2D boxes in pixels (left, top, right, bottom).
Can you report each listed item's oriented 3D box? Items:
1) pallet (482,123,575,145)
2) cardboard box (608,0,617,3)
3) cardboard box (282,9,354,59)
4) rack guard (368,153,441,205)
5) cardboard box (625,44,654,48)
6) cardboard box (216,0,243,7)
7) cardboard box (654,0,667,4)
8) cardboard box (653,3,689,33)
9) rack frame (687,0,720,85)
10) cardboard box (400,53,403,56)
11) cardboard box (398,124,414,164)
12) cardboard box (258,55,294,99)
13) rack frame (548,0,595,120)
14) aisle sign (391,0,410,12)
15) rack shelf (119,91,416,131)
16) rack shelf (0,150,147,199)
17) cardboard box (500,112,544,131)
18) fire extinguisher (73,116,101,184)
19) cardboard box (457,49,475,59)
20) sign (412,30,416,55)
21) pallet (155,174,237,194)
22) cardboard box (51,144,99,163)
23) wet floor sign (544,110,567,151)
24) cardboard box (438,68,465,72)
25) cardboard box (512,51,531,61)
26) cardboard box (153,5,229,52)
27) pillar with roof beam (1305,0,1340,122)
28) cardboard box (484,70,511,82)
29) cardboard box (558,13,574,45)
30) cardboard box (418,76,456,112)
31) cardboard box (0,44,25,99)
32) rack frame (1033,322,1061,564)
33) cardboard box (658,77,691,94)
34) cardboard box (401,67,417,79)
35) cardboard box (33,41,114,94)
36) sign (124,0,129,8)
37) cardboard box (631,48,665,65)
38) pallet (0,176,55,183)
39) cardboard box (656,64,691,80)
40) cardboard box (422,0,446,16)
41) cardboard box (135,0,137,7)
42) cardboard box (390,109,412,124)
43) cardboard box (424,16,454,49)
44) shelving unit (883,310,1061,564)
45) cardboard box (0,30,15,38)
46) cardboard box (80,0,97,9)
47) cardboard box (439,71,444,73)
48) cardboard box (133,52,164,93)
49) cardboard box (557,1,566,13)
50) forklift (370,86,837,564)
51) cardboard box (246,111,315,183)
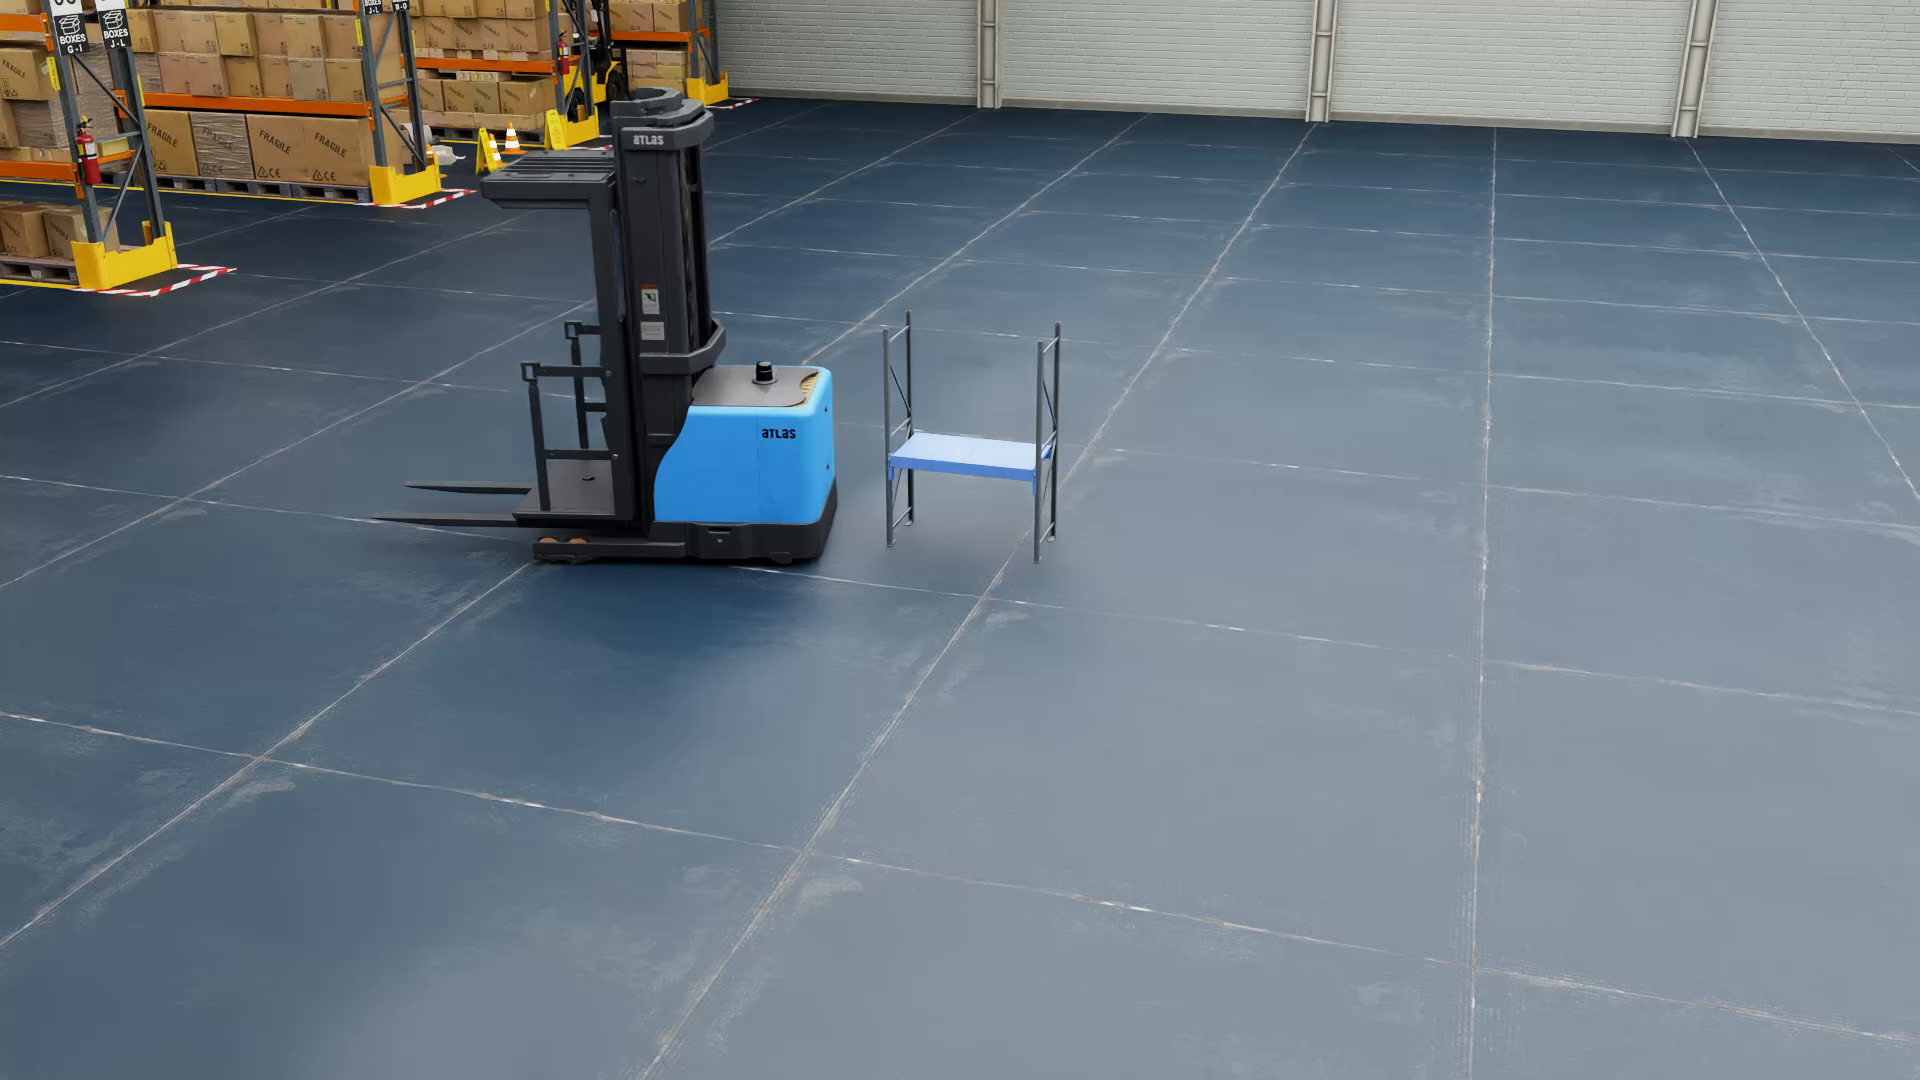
[{"bbox_3d":[-7.059,-6.701,27.327,1.213,0.211,1.003,7,23,16],"label":"pallet"},{"bbox_3d":[-6.436,-10.099,30.951,0.250,0.149,0.380,7,23,16],"label":"cardboard box"},{"bbox_3d":[-8.449,-6.722,22.083,0.550,0.550,0.875,7,23,16],"label":"cardboard box"},{"bbox_3d":[-7.529,-4.912,22.586,0.348,0.500,1.175,7,23,16],"label":"rack guard"},{"bbox_3d":[-6.149,-9.303,31.749,0.500,0.250,0.500,6,23,15],"label":"cardboard box"},{"bbox_3d":[-12.026,-8.834,27.778,0.500,0.500,0.500,6,23,13],"label":"cardboard box"},{"bbox_3d":[-5.455,-9.984,30.671,0.250,0.149,0.380,7,23,16],"label":"cardboard box"},{"bbox_3d":[-5.335,-9.689,30.807,0.500,0.500,0.500,6,23,14],"label":"cardboard box"},{"bbox_3d":[-4.788,-9.684,30.927,0.127,3.000,1.000,7,23,16],"label":"rack frame"},{"bbox_3d":[-9.093,-7.985,27.115,0.250,0.149,0.380,7,23,17],"label":"cardboard box"},{"bbox_3d":[-8.632,-5.998,25.230,0.637,0.503,0.797,-9,24,-21],"label":"cardboard box"},{"bbox_3d":[-8.953,-6.324,22.537,0.550,0.550,0.875,7,23,16],"label":"cardboard box"},{"bbox_3d":[-6.219,-7.881,26.530,0.127,3.000,1.000,7,23,16],"label":"rack frame"},{"bbox_3d":[-7.397,-7.375,21.871,0.004,0.787,0.394,7,23,16],"label":"aisle sign"},{"bbox_3d":[-9.466,-5.957,22.789,4.000,0.370,1.077,7,23,16],"label":"rack shelf"},{"bbox_3d":[-10.996,-4.166,18.423,4.000,0.370,1.077,7,23,16],"label":"rack shelf"},{"bbox_3d":[-7.093,-6.796,26.956,0.500,0.250,0.500,6,23,15],"label":"cardboard box"},{"bbox_3d":[-9.105,-4.064,17.328,0.183,0.674,0.296,7,23,16],"label":"fire extinguisher"},{"bbox_3d":[-7.883,-7.842,26.767,0.250,0.149,0.380,6,23,15],"label":"cardboard box"},{"bbox_3d":[-7.386,-6.709,22.429,0.005,0.325,0.100,7,23,16],"label":"sign"},{"bbox_3d":[-10.676,-5.108,23.444,1.213,0.211,1.003,7,23,15],"label":"pallet"},{"bbox_3d":[-9.414,-4.120,17.693,0.250,0.149,0.380,7,23,16],"label":"cardboard box"},{"bbox_3d":[-6.346,-6.382,25.978,0.232,0.644,0.267,16,27,34],"label":"wet floor sign"},{"bbox_3d":[-9.861,-9.360,32.711,0.625,0.625,0.875,6,23,15],"label":"cardboard box"},{"bbox_3d":[-6.913,-7.715,26.457,0.250,0.149,0.380,6,23,15],"label":"cardboard box"},{"bbox_3d":[-10.478,-7.008,22.781,0.550,0.550,0.875,7,23,16],"label":"cardboard box"},{"bbox_3d":[5.050,-9.984,23.753,0.400,9.000,9.100,7,23,16],"label":"pillar with roof beam"},{"bbox_3d":[-7.432,-7.459,26.728,0.250,0.149,0.380,7,23,17],"label":"cardboard box"},{"bbox_3d":[-6.592,-8.217,26.826,0.500,0.500,0.500,6,23,15],"label":"cardboard box"},{"bbox_3d":[-8.549,-7.314,27.229,0.500,0.500,0.500,8,24,18],"label":"cardboard box"},{"bbox_3d":[-10.160,-4.950,17.543,0.500,0.500,0.500,7,23,16],"label":"cardboard box"},{"bbox_3d":[0.568,-0.629,10.827,0.032,1.500,0.500,7,23,16],"label":"rack frame"},{"bbox_3d":[-5.330,-8.543,31.215,0.500,0.250,0.500,7,23,16],"label":"cardboard box"},{"bbox_3d":[-8.966,-7.634,27.156,0.250,0.149,0.380,7,23,18],"label":"cardboard box"},{"bbox_3d":[-9.529,-5.086,17.875,0.500,0.500,0.500,7,23,16],"label":"cardboard box"},{"bbox_3d":[-14.035,-9.091,27.955,0.005,0.325,0.100,7,23,16],"label":"sign"},{"bbox_3d":[-5.810,-9.060,31.158,0.500,0.250,0.500,7,23,16],"label":"cardboard box"},{"bbox_3d":[-13.313,-5.410,24.180,1.213,0.211,1.003,7,23,16],"label":"pallet"},{"bbox_3d":[-5.345,-8.778,31.128,0.500,0.250,0.500,6,23,15],"label":"cardboard box"},{"bbox_3d":[-8.209,-8.686,26.651,0.500,0.500,0.700,6,23,15],"label":"cardboard box"},{"bbox_3d":[-14.448,-9.228,28.365,0.500,0.500,0.500,6,23,14],"label":"cardboard box"},{"bbox_3d":[-9.047,-7.024,27.511,0.500,0.250,0.500,8,24,19],"label":"cardboard box"},{"bbox_3d":[-8.254,-8.199,26.782,0.500,0.500,0.500,7,23,16],"label":"cardboard box"},{"bbox_3d":[0.082,-0.685,10.963,1.048,1.500,0.538,7,23,16],"label":"shelving unit"},{"bbox_3d":[-13.318,-7.238,23.513,0.500,0.500,0.700,6,23,15],"label":"cardboard box"},{"bbox_3d":[-9.468,-5.745,17.569,0.500,0.250,0.500,7,23,17],"label":"cardboard box"},{"bbox_3d":[-8.917,-7.566,27.844,0.500,0.500,0.500,7,23,16],"label":"cardboard box"},{"bbox_3d":[-11.025,-6.543,23.071,0.550,0.550,0.875,7,23,16],"label":"cardboard box"},{"bbox_3d":[-7.280,-9.920,31.368,0.500,0.500,0.500,6,23,15],"label":"cardboard box"},{"bbox_3d":[-2.395,-1.396,10.811,3.031,2.935,1.130,1,22,3],"label":"forklift"},{"bbox_3d":[-9.063,-5.428,22.798,0.875,0.875,0.875,6,23,15],"label":"cardboard box"}]
